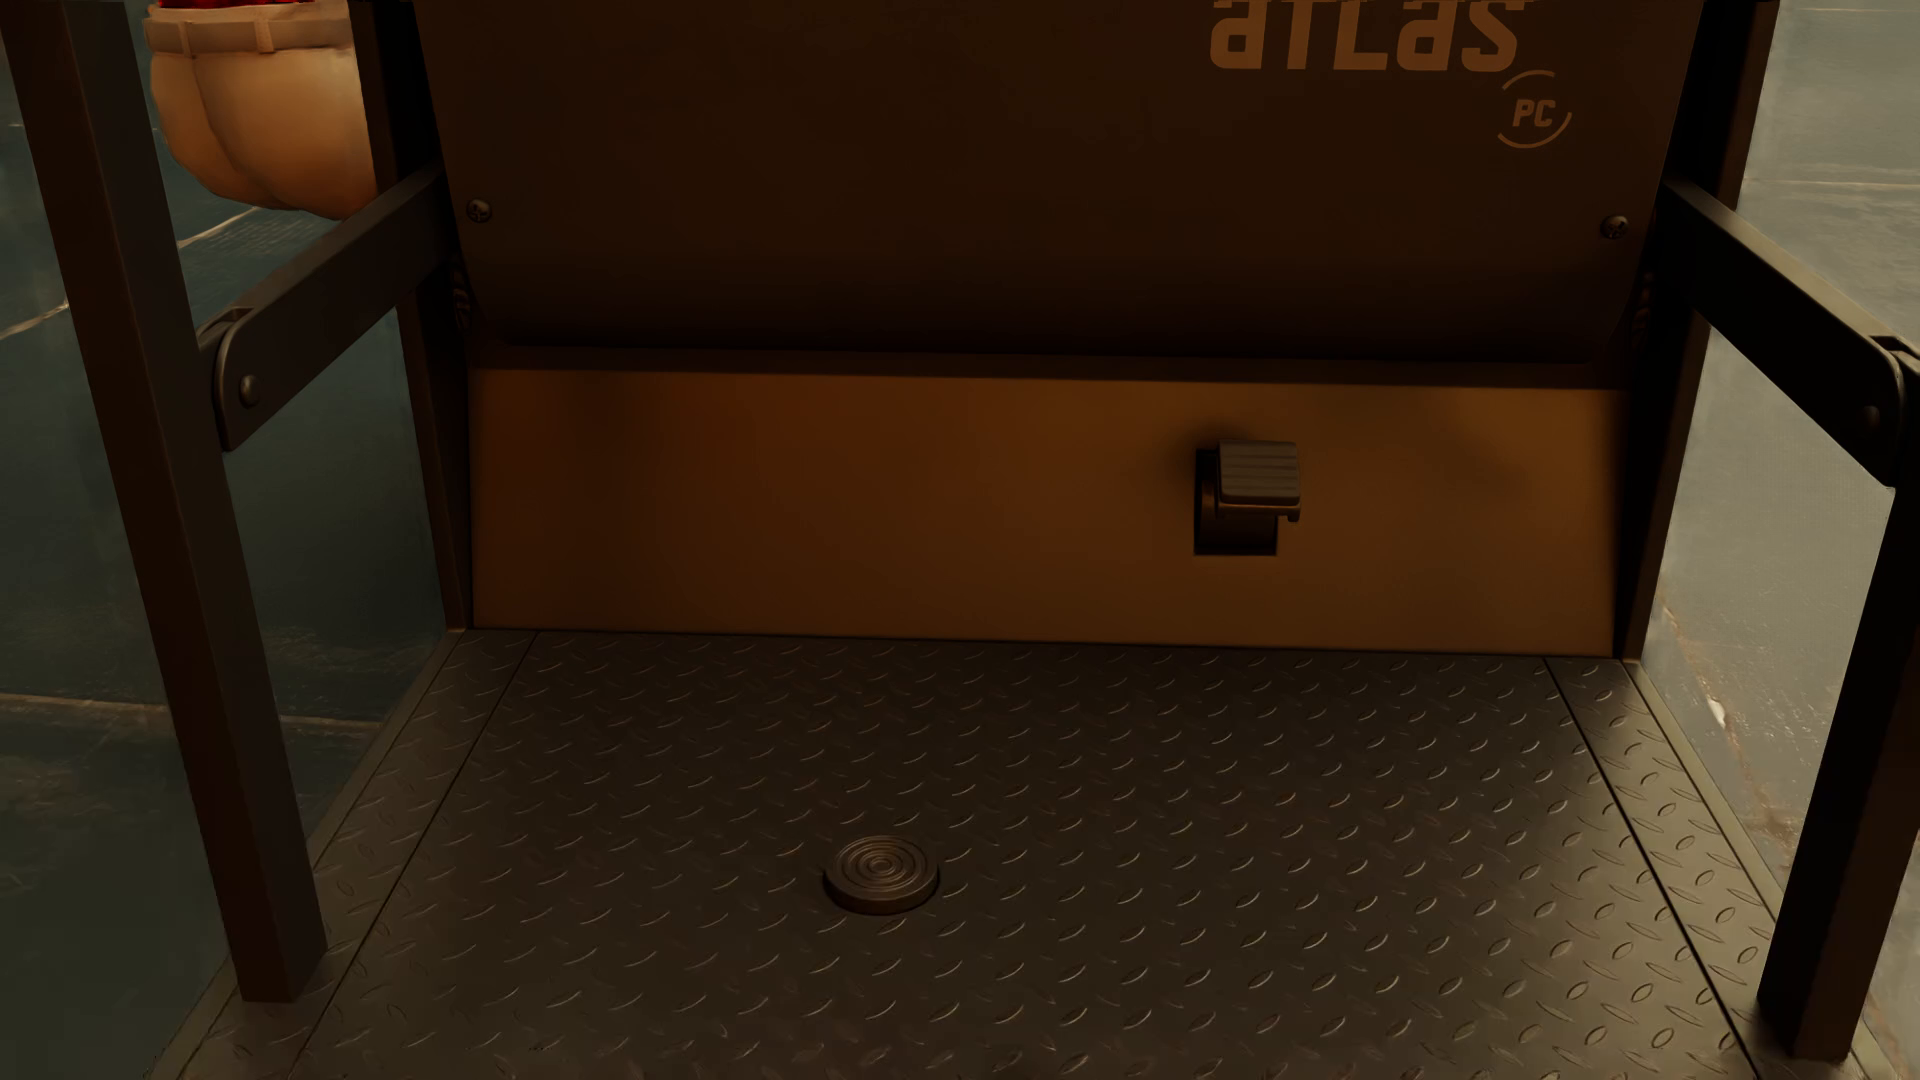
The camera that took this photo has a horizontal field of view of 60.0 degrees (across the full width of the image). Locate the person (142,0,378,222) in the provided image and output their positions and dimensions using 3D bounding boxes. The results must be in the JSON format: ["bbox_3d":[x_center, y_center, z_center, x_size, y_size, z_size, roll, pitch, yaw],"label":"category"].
[{"bbox_3d":[-0.918,-0.771,2.542,1.315,1.427,0.840,17,31,31],"label":"person"}]

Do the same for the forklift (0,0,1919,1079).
[{"bbox_3d":[0.057,-0.805,0.831,1.130,2.935,3.031,1,27,3],"label":"forklift"}]
